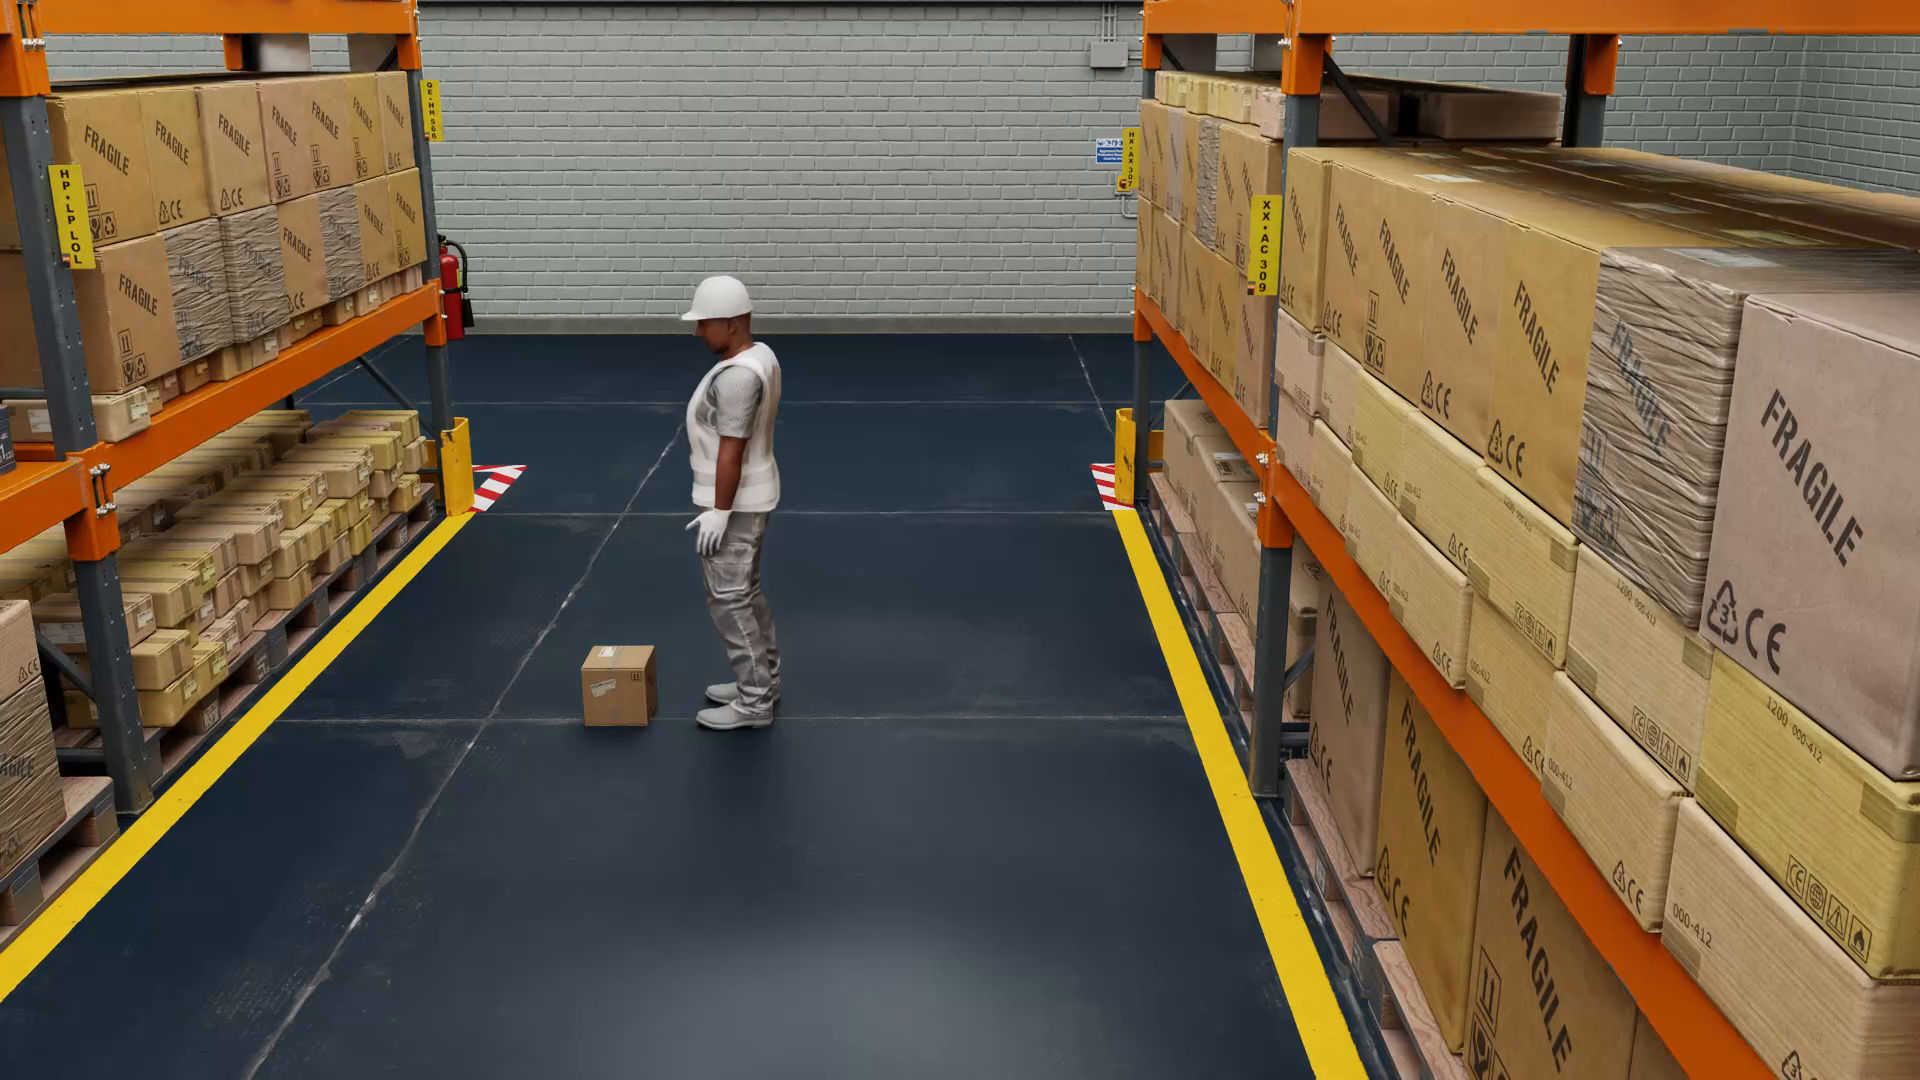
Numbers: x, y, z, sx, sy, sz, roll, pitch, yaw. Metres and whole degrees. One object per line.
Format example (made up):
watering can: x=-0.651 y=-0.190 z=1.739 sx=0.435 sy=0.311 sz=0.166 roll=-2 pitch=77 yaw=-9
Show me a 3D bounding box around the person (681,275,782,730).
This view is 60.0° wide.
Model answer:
person: x=-0.874 y=-0.141 z=6.482 sx=0.362 sy=1.775 sz=0.549 roll=0 pitch=17 yaw=0
